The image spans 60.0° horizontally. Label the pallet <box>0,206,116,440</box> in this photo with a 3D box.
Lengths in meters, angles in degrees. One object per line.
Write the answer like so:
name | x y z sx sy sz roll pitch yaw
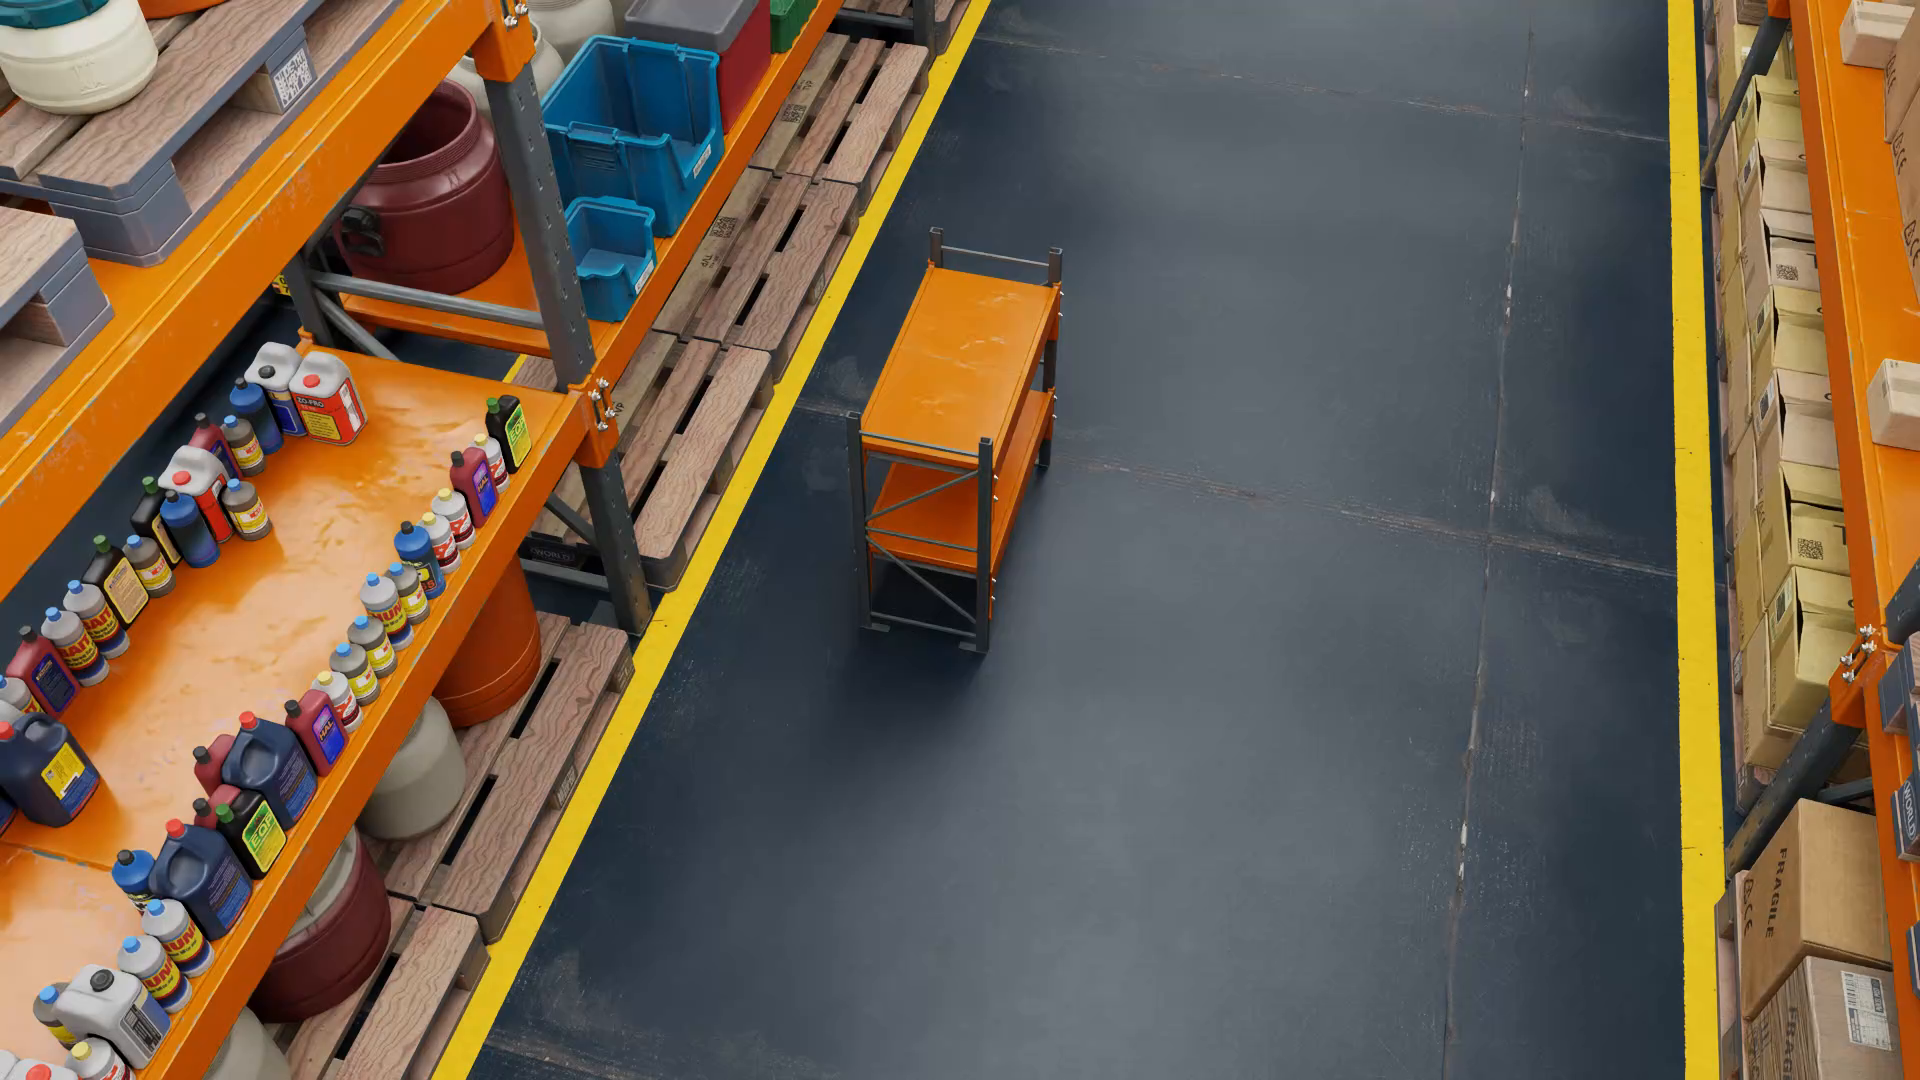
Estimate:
pallet | -2.326 -0.204 2.973 1.003 0.211 1.213 12 50 10

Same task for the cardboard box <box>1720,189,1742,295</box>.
cardboard box | 3.668 -1.289 7.360 0.500 0.250 0.500 13 50 11

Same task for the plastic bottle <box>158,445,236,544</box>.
plastic bottle | -2.229 -0.135 4.870 0.152 0.276 0.135 12 50 10

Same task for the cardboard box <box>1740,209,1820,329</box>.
cardboard box | 3.528 -1.102 6.820 0.500 0.311 0.500 10 49 9

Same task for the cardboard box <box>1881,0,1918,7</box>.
cardboard box | 4.062 -2.258 6.761 0.500 0.250 0.500 14 50 12

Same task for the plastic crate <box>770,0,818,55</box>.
plastic crate | -0.815 -2.267 6.811 0.450 0.188 0.662 12 50 10

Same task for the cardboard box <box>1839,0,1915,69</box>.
cardboard box | 3.719 -1.989 6.591 0.380 0.149 0.250 12 50 10

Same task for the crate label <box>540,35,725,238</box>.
crate label | -1.159 -1.436 5.912 0.502 0.435 0.616 12 50 10

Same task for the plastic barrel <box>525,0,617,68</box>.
plastic barrel | -1.506 -1.887 6.259 0.421 0.512 0.421 0 49 0

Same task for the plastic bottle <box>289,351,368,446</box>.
plastic bottle | -1.960 -0.439 5.139 0.152 0.276 0.135 12 50 10

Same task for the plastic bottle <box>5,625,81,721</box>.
plastic bottle | -2.455 0.355 4.433 0.061 0.283 0.133 12 50 10

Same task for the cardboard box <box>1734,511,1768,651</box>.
cardboard box | 3.132 0.189 6.055 0.500 0.250 0.500 11 49 10

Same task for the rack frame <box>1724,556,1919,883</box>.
rack frame | 3.096 0.221 4.473 1.000 3.000 0.127 12 50 10

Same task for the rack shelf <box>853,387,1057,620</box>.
rack shelf | -0.002 -0.206 6.426 0.538 0.278 1.000 12 50 10

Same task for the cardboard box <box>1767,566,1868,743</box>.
cardboard box | 2.997 0.379 5.514 0.500 0.311 0.500 13 50 11

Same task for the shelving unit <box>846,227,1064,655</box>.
shelving unit | -0.002 -0.367 6.243 0.538 1.125 1.048 12 50 10

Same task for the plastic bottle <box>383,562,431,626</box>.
plastic bottle | -1.562 0.141 4.676 0.097 0.201 0.097 0 49 0

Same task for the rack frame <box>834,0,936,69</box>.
rack frame | -0.629 -3.653 7.892 1.000 3.000 0.127 12 50 10

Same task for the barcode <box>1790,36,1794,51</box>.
barcode | 3.680 -2.206 7.349 0.001 0.075 0.075 12 50 10

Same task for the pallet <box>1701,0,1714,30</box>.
pallet | 4.718 -3.202 9.354 1.003 0.211 1.213 12 50 10

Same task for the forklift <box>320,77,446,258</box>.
forklift | -2.696 -2.436 6.864 1.130 2.935 3.031 12 50 10

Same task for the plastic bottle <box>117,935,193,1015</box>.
plastic bottle | -1.883 1.001 3.871 0.097 0.271 0.097 0 49 0

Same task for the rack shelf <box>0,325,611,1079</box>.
rack shelf | -2.208 0.925 4.331 1.077 0.370 4.000 12 50 10

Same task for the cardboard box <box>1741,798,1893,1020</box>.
cardboard box | 2.701 1.175 5.005 0.500 0.500 0.500 13 50 12

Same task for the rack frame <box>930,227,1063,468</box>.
rack frame | 0.132 -0.735 6.567 0.500 1.125 0.032 12 50 10

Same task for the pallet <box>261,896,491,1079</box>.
pallet | -2.172 1.621 5.097 1.003 0.211 1.213 12 50 10

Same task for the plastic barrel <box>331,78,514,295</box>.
plastic barrel | -1.851 -1.200 5.637 0.600 0.536 0.708 12 50 10

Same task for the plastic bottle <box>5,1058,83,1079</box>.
plastic bottle | -2.001 1.245 3.652 0.152 0.276 0.135 12 50 10

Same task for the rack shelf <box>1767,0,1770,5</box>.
rack shelf | 4.676 -3.881 8.573 1.077 0.370 4.000 12 50 10

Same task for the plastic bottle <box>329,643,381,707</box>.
plastic bottle | -1.639 0.352 4.490 0.097 0.201 0.097 0 49 0

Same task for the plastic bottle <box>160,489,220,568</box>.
plastic bottle | -2.227 -0.043 4.792 0.097 0.271 0.097 0 49 0

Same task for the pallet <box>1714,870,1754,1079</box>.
pallet | 2.863 1.676 5.049 1.003 0.211 1.213 12 50 10

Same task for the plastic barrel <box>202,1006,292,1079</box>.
plastic barrel | -2.153 1.525 4.702 0.421 0.512 0.421 0 49 0

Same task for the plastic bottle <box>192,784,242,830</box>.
plastic bottle | -1.820 0.701 4.128 0.061 0.283 0.133 12 50 10

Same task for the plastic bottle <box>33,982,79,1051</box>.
plastic bottle | -2.065 1.091 3.838 0.097 0.201 0.097 0 49 0

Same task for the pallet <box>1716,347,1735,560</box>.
pallet | 3.674 -0.324 6.814 1.003 0.211 1.213 12 50 10

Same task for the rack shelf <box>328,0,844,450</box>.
rack shelf | -1.155 -1.968 6.885 1.077 0.370 4.000 12 50 10

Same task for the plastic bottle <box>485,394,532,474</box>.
plastic bottle | -1.376 -0.344 5.050 0.061 0.283 0.133 12 50 10

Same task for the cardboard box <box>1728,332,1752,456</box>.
cardboard box | 3.400 -0.546 6.704 0.500 0.250 0.500 12 50 11

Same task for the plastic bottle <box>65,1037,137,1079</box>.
plastic bottle | -1.944 1.192 3.749 0.097 0.201 0.097 0 49 0

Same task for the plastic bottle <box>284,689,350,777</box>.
plastic bottle | -1.677 0.483 4.320 0.061 0.283 0.133 12 50 10

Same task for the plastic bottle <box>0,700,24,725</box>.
plastic bottle | -2.472 0.534 4.280 0.152 0.276 0.135 12 50 10

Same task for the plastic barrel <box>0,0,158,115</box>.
plastic barrel | -1.822 -1.041 3.398 0.301 0.262 0.301 0 49 0

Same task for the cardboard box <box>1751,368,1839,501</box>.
cardboard box | 3.263 -0.363 6.169 0.500 0.311 0.500 11 50 10

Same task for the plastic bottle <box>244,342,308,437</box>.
plastic bottle | -2.107 -0.469 5.165 0.152 0.276 0.135 12 50 10

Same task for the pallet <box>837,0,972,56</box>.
pallet | -0.412 -3.208 9.359 1.003 0.211 1.213 12 50 10

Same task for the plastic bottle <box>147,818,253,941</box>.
plastic bottle | -1.843 0.797 3.997 0.144 0.351 0.185 12 50 10

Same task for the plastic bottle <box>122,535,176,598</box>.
plastic bottle | -2.321 0.065 4.743 0.097 0.201 0.097 0 49 0

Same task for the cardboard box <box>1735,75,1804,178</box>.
cardboard box | 3.800 -1.837 7.470 0.500 0.311 0.500 12 50 10

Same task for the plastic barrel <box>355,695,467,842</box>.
plastic barrel | -1.856 0.708 5.423 0.421 0.512 0.421 0 49 0

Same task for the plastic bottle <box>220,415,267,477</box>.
plastic bottle | -2.190 -0.296 5.062 0.097 0.201 0.097 0 49 0

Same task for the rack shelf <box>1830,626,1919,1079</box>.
rack shelf | 2.570 1.905 3.466 1.077 0.370 4.000 12 50 10

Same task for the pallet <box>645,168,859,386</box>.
pallet | -1.117 -1.269 7.648 1.003 0.211 1.213 12 50 10

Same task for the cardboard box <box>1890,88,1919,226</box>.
cardboard box | 3.661 -1.410 5.846 0.500 0.500 0.500 12 50 10

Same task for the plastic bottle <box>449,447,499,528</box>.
plastic bottle | -1.437 -0.177 4.902 0.061 0.283 0.133 12 50 10

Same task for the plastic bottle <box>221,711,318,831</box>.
plastic bottle | -1.759 0.567 4.200 0.144 0.351 0.185 12 50 10

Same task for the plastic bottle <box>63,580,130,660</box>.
plastic bottle | -2.382 0.209 4.570 0.097 0.271 0.097 0 49 0

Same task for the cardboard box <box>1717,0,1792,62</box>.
cardboard box | 4.201 -2.640 8.552 0.500 0.250 0.500 12 50 10

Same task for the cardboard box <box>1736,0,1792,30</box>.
cardboard box | 4.203 -2.888 8.271 0.500 0.500 0.500 12 50 10

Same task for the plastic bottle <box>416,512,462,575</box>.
plastic bottle | -1.511 0.000 4.801 0.097 0.201 0.097 0 49 0
